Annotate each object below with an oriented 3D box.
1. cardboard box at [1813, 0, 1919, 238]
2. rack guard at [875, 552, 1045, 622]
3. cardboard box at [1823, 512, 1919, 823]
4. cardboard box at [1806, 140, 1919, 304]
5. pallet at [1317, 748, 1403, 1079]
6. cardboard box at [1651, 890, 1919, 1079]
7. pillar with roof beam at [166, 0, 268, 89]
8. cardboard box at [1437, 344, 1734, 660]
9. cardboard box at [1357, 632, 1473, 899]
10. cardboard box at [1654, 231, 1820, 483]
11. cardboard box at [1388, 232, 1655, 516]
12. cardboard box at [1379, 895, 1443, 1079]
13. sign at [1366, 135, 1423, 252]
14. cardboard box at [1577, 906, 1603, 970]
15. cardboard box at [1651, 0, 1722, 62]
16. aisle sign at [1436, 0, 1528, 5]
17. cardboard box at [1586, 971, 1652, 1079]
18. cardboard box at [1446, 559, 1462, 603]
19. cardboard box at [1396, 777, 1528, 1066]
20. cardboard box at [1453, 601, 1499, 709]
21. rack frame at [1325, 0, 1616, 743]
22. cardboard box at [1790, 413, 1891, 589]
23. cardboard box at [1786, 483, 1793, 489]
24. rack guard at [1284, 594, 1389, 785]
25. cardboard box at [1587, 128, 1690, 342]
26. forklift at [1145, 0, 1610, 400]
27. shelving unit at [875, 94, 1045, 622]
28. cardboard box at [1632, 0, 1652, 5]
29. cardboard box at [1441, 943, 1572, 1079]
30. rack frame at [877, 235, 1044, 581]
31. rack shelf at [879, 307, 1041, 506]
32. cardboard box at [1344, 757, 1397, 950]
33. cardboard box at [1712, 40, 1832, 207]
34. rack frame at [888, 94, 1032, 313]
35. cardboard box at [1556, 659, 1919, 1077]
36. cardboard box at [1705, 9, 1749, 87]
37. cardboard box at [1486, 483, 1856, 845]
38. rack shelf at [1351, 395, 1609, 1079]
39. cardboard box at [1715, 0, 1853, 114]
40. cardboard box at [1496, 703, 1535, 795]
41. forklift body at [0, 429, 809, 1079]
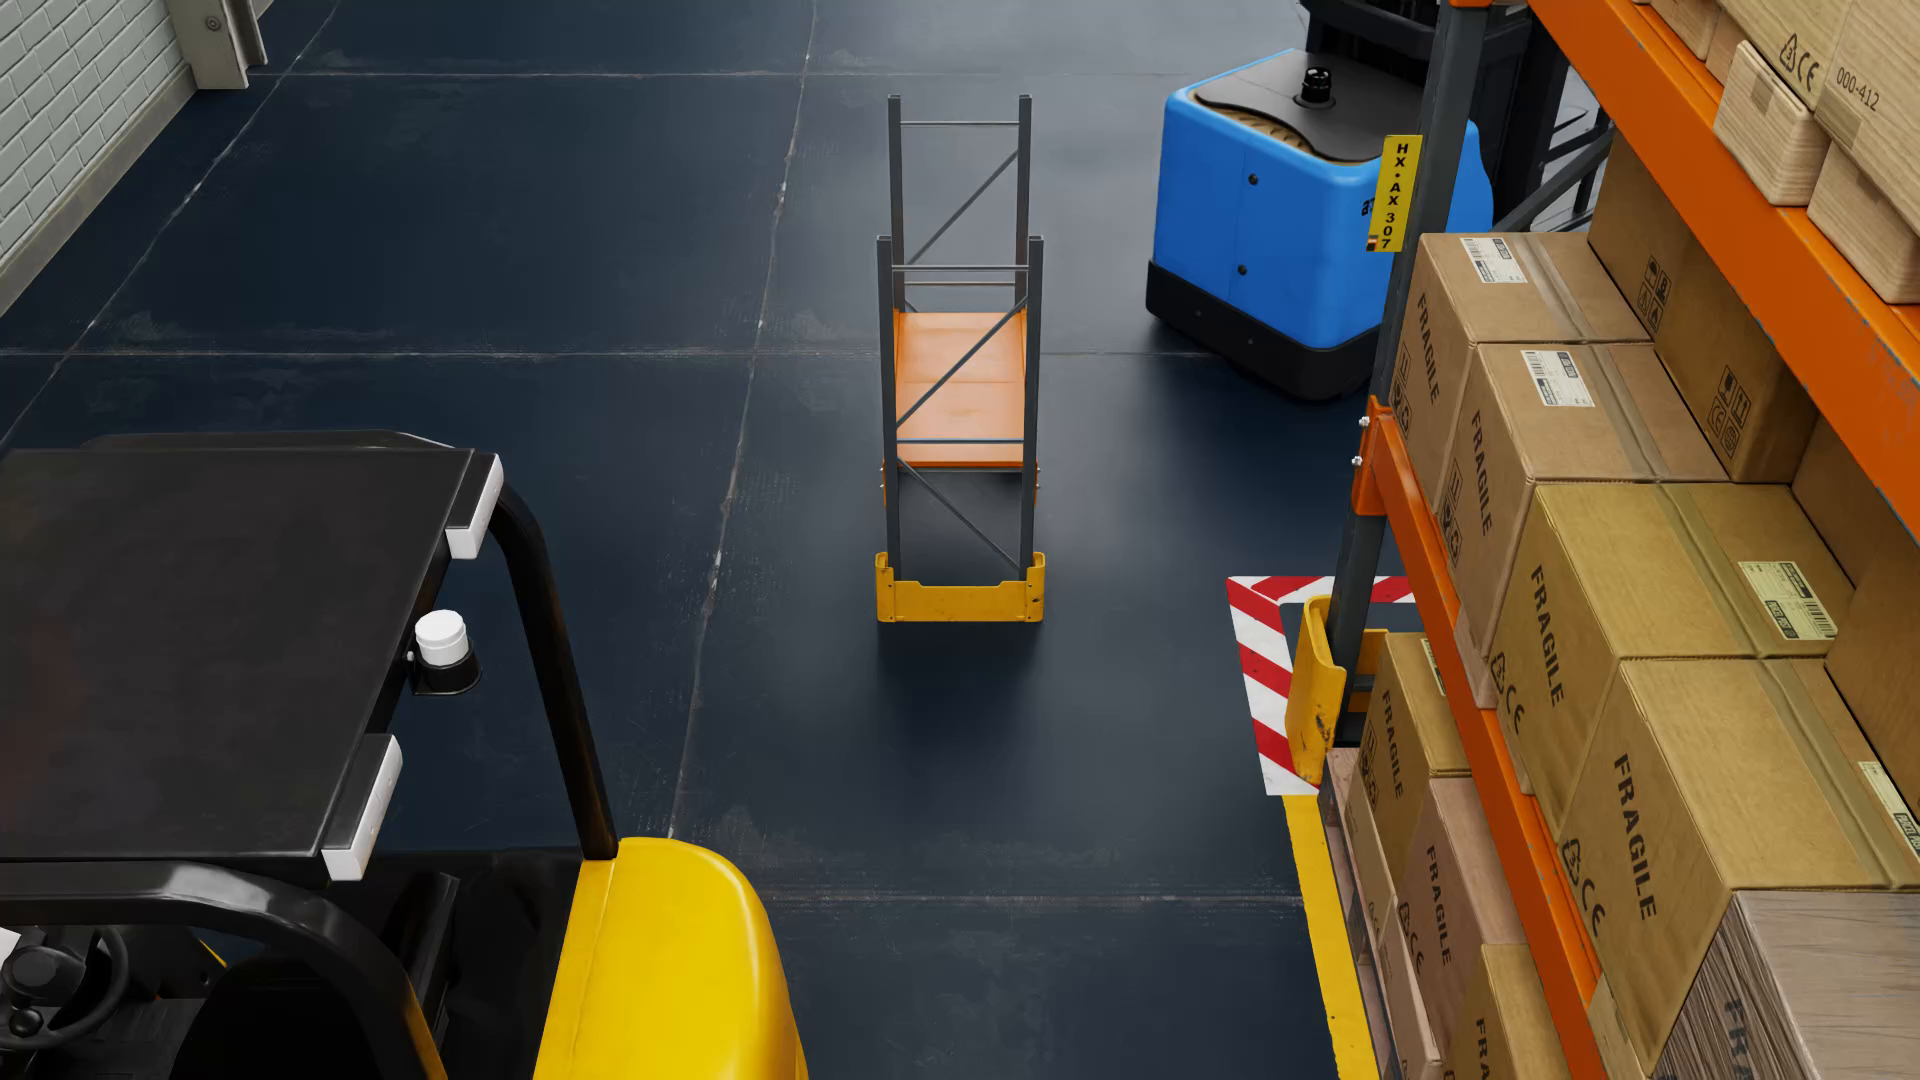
[{"bbox_3d":[1.389,-0.503,1.963,0.500,0.250,0.500,1,39,1],"label":"cardboard box"},{"bbox_3d":[0.000,0.166,5.843,0.587,0.250,0.087,0,39,0],"label":"rack guard"},{"bbox_3d":[1.835,0.173,2.518,0.700,0.500,0.500,0,39,0],"label":"cardboard box"},{"bbox_3d":[1.380,-0.440,2.203,0.380,0.149,0.250,-1,39,-1],"label":"cardboard box"},{"bbox_3d":[1.624,1.096,4.714,1.003,0.211,1.213,0,39,0],"label":"pallet"},{"bbox_3d":[1.401,0.874,2.443,0.500,0.500,0.500,1,39,1],"label":"cardboard box"},{"bbox_3d":[0.092,-6.202,6.794,9.100,9.000,0.400,0,39,0],"label":"pillar with roof beam"},{"bbox_3d":[1.385,-0.083,3.637,0.500,0.500,0.500,1,39,1],"label":"cardboard box"},{"bbox_3d":[1.383,0.588,4.381,0.500,0.500,0.500,-1,39,-2],"label":"cardboard box"},{"bbox_3d":[1.870,-0.457,3.305,0.700,0.500,0.500,0,39,0],"label":"cardboard box"},{"bbox_3d":[1.381,-0.407,4.041,0.500,0.500,0.500,-1,39,-1],"label":"cardboard box"},{"bbox_3d":[1.375,1.185,4.236,0.500,0.250,0.500,1,39,2],"label":"cardboard box"},{"bbox_3d":[1.115,-0.885,4.264,0.100,0.325,0.005,0,39,0],"label":"sign"},{"bbox_3d":[1.404,0.737,3.132,0.380,0.149,0.250,-1,39,-1],"label":"cardboard box"},{"bbox_3d":[1.414,-0.928,2.812,0.380,0.149,0.250,0,39,0],"label":"cardboard box"},{"bbox_3d":[1.348,-1.601,3.770,0.394,0.787,0.004,0,39,0],"label":"aisle sign"},{"bbox_3d":[1.346,0.894,2.936,0.380,0.149,0.250,0,39,0],"label":"cardboard box"},{"bbox_3d":[1.385,0.086,3.944,0.380,0.149,0.250,-1,39,-1],"label":"cardboard box"},{"bbox_3d":[1.388,0.915,3.973,0.500,0.500,0.500,-1,39,-2],"label":"cardboard box"},{"bbox_3d":[1.339,0.245,3.746,0.380,0.149,0.250,1,39,1],"label":"cardboard box"},{"bbox_3d":[1.658,-0.548,4.535,1.000,3.000,0.127,0,39,0],"label":"rack frame"},{"bbox_3d":[1.973,-0.139,2.907,0.700,0.500,0.500,0,39,-1],"label":"cardboard box"},{"bbox_3d":[1.930,-0.051,3.597,0.500,0.500,0.500,0,39,0],"label":"cardboard box"},{"bbox_3d":[1.658,0.475,5.258,1.175,0.500,0.348,0,39,0],"label":"rack guard"},{"bbox_3d":[1.877,-0.774,3.700,0.700,0.500,0.500,-1,39,-1],"label":"cardboard box"},{"bbox_3d":[2.290,-2.489,7.012,3.031,2.935,1.130,-27,46,-30],"label":"forklift"},{"bbox_3d":[0.000,-0.633,5.840,0.587,1.500,1.083,0,39,0],"label":"shelving unit"},{"bbox_3d":[1.390,-1.083,3.005,0.380,0.149,0.250,1,39,1],"label":"cardboard box"},{"bbox_3d":[1.380,1.229,3.581,0.500,0.500,0.500,1,39,1],"label":"cardboard box"},{"bbox_3d":[0.000,-0.321,5.451,0.500,1.500,0.032,0,39,0],"label":"rack frame"},{"bbox_3d":[0.000,-0.498,5.960,0.538,0.185,1.000,0,39,0],"label":"rack shelf"},{"bbox_3d":[1.382,0.866,4.634,0.500,0.250,0.500,0,39,0],"label":"cardboard box"},{"bbox_3d":[1.339,-0.605,2.408,0.380,0.149,0.250,0,39,0],"label":"cardboard box"},{"bbox_3d":[-0.001,-0.956,6.244,0.500,1.500,0.032,0,39,0],"label":"rack frame"},{"bbox_3d":[1.395,0.554,2.842,0.500,0.500,0.500,-1,39,-1],"label":"cardboard box"},{"bbox_3d":[1.419,-0.762,2.605,0.380,0.149,0.250,-1,39,-1],"label":"cardboard box"},{"bbox_3d":[1.387,0.236,3.239,0.500,0.500,0.500,-1,39,-1],"label":"cardboard box"},{"bbox_3d":[1.660,0.983,3.199,1.077,0.370,4.000,0,39,0],"label":"rack shelf"},{"bbox_3d":[1.408,-0.823,2.362,0.500,0.250,0.500,1,39,1],"label":"cardboard box"},{"bbox_3d":[1.373,0.407,3.544,0.380,0.149,0.250,1,39,1],"label":"cardboard box"},{"bbox_3d":[-1.479,0.974,3.315,2.313,2.155,1.214,0,39,0],"label":"forklift body"}]
